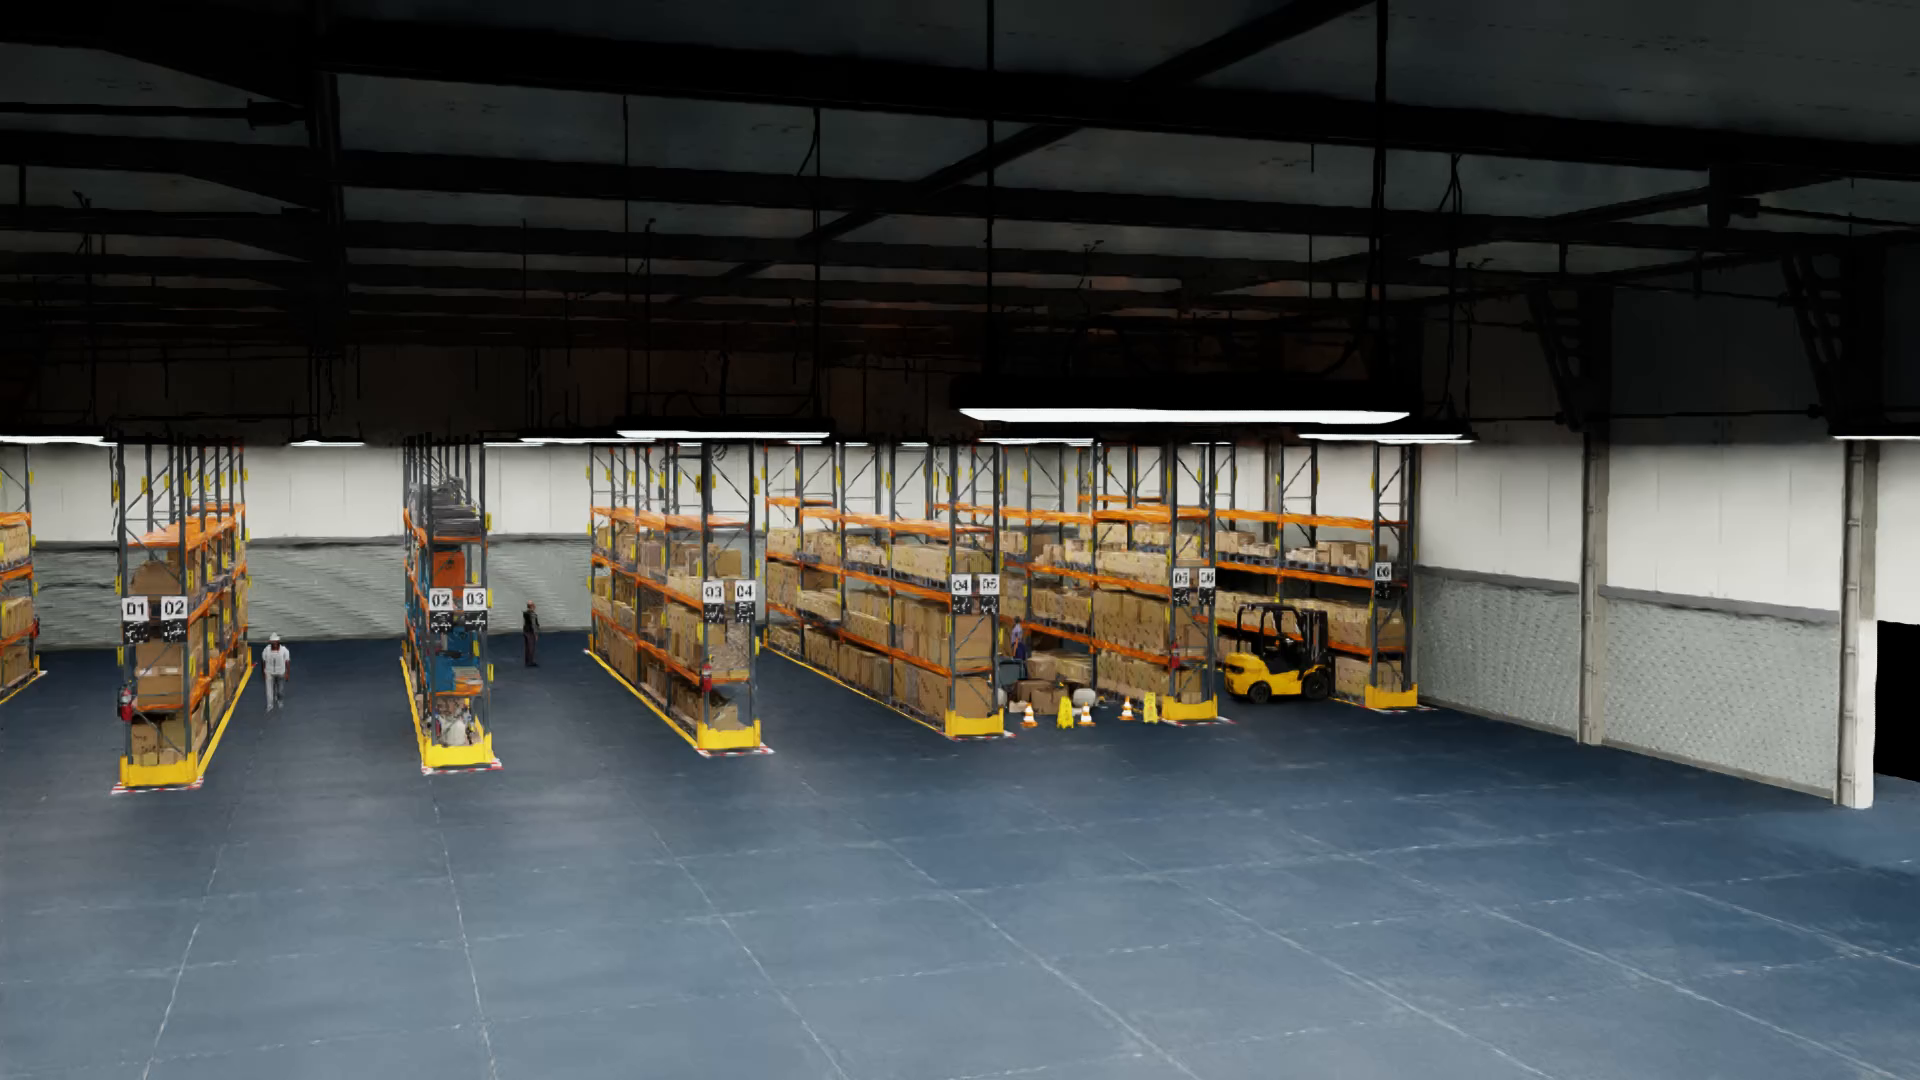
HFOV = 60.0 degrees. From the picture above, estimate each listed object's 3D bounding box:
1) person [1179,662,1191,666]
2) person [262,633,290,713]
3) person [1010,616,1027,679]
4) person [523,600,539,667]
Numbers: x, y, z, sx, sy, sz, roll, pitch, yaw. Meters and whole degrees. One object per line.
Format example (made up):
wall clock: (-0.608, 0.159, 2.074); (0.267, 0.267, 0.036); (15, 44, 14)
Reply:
person: (5.209, 2.724, 38.929); (0.533, 1.671, 0.449); (3, 4, 39)
person: (-14.857, 2.865, 36.120); (0.575, 1.689, 1.128); (-1, 3, -22)
person: (1.373, 2.661, 40.339); (0.549, 1.630, 0.598); (0, 3, 5)
person: (-11.212, 2.407, 43.409); (0.355, 1.666, 0.627); (-3, 4, -39)
